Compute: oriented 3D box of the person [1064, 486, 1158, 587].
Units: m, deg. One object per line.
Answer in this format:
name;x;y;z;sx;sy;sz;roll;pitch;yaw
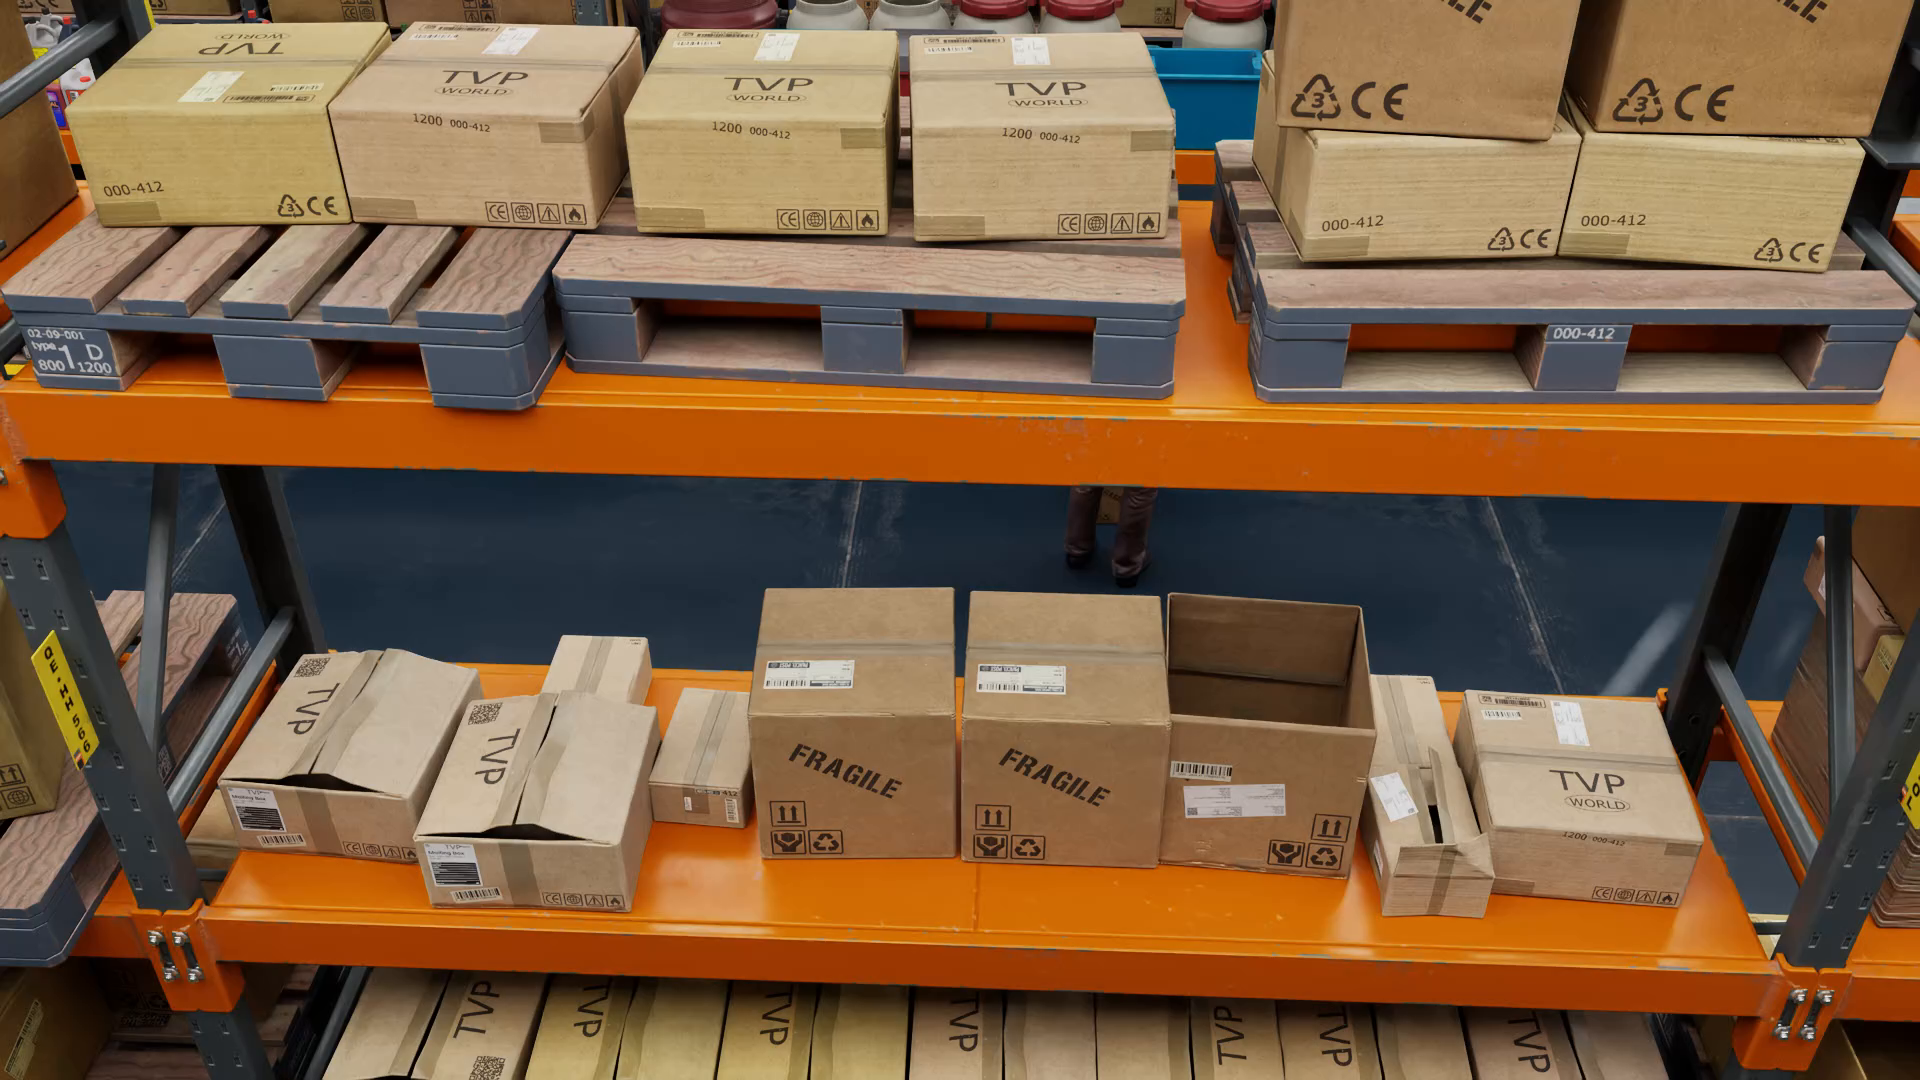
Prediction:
person;0.718;-0.569;6.999;0.575;1.777;0.433;7;36;10
